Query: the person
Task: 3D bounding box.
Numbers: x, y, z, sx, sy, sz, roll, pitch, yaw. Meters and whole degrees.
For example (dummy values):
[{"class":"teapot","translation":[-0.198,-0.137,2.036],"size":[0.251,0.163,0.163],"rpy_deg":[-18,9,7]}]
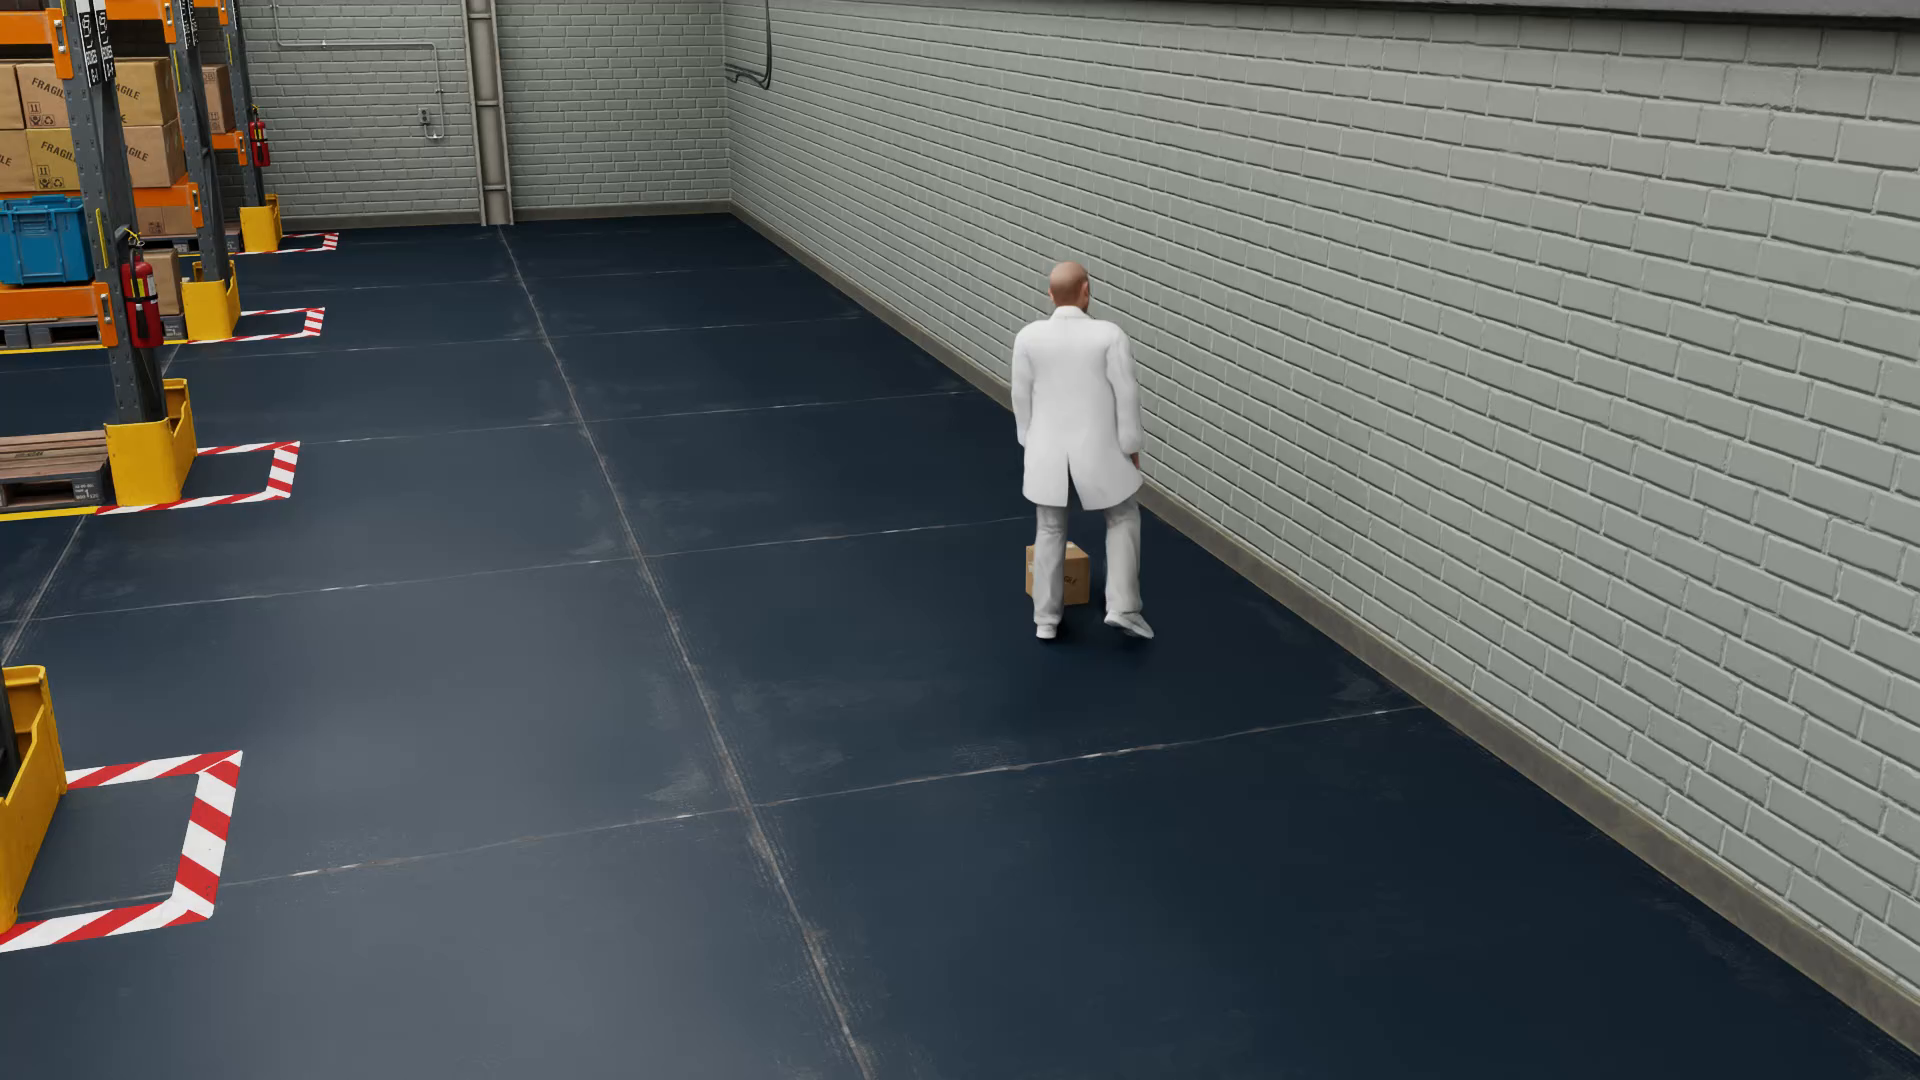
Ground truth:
[{"class":"person","translation":[0.582,-0.380,7.715],"size":[0.690,1.821,0.405],"rpy_deg":[4,19,12]}]
